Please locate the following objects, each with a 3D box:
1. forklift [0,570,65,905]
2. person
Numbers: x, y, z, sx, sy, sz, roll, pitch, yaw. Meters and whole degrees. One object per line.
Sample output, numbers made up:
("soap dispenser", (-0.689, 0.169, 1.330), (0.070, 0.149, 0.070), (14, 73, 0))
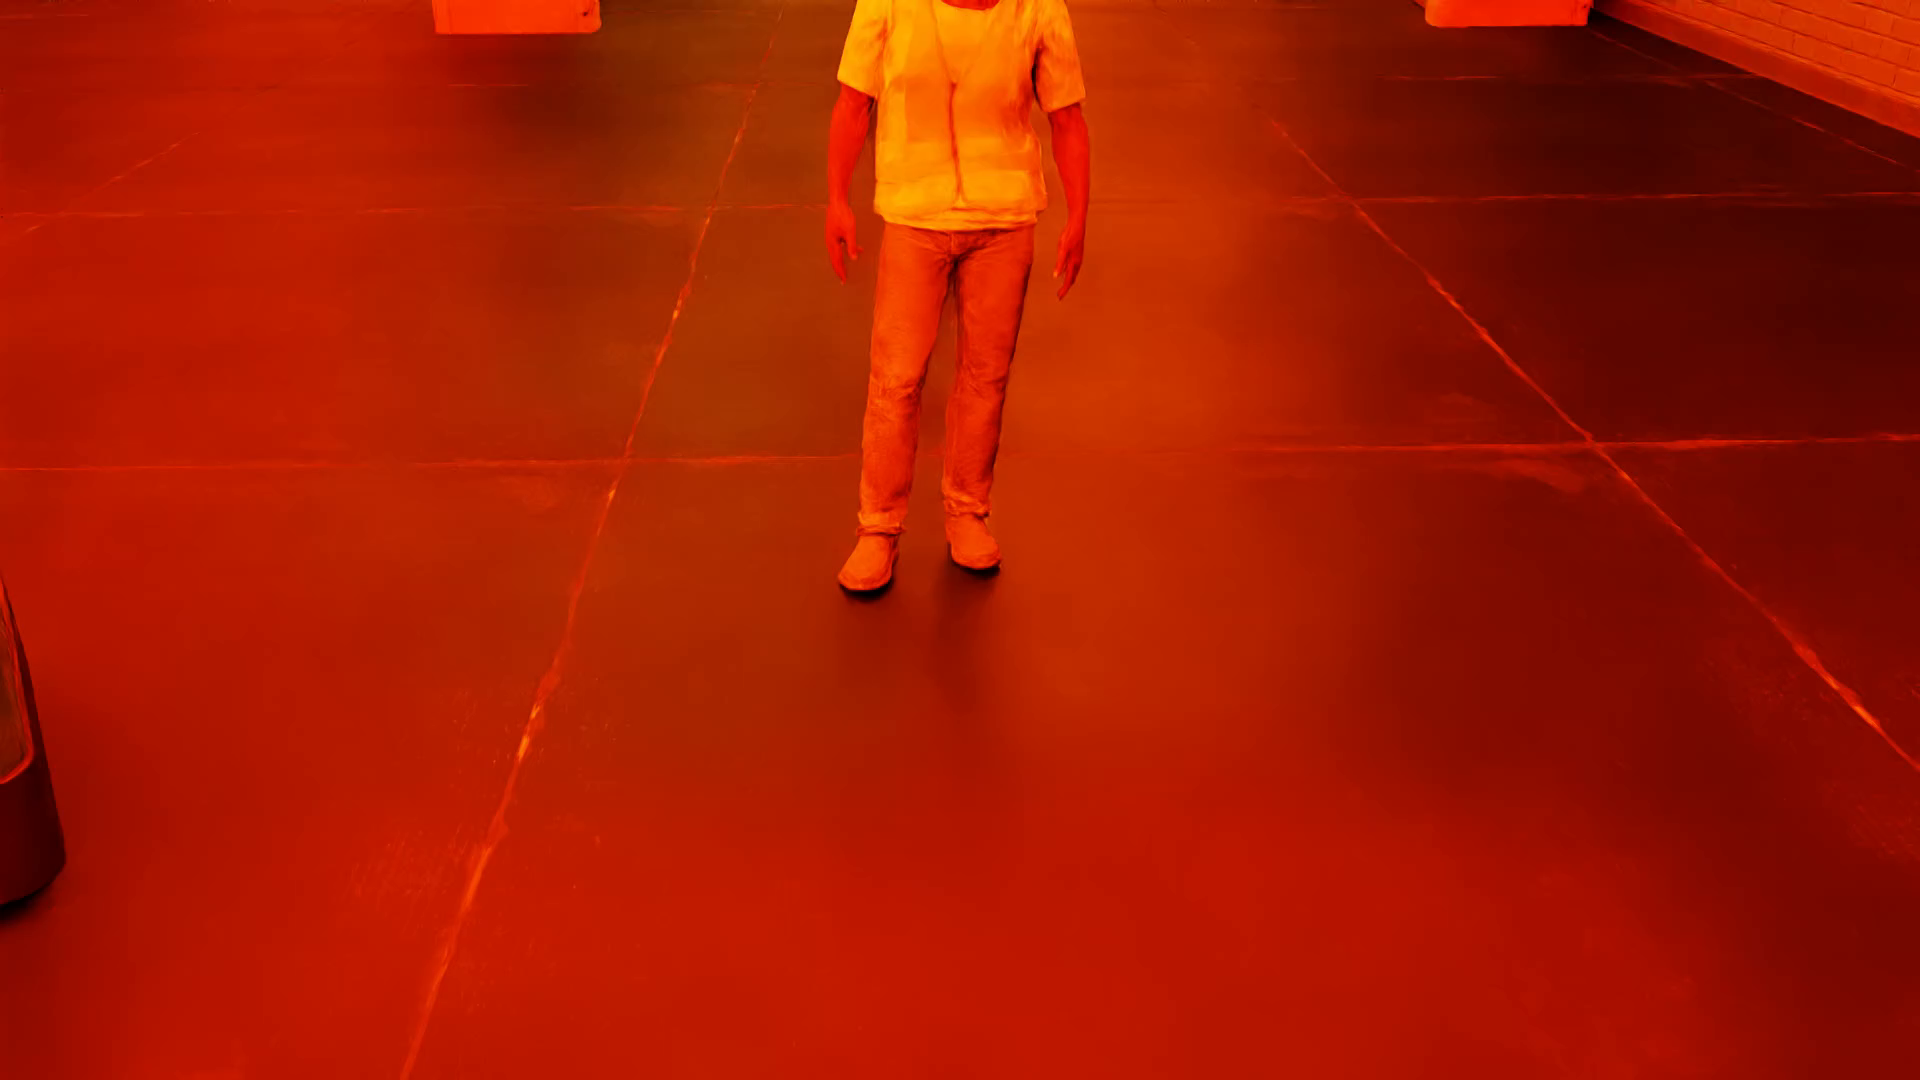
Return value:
("forklift", (-3.218, -0.466, 2.176), (3.031, 2.935, 1.130), (-15, 30, -28))
("person", (-0.003, -0.769, 4.110), (0.665, 1.766, 0.576), (-1, 26, -2))
